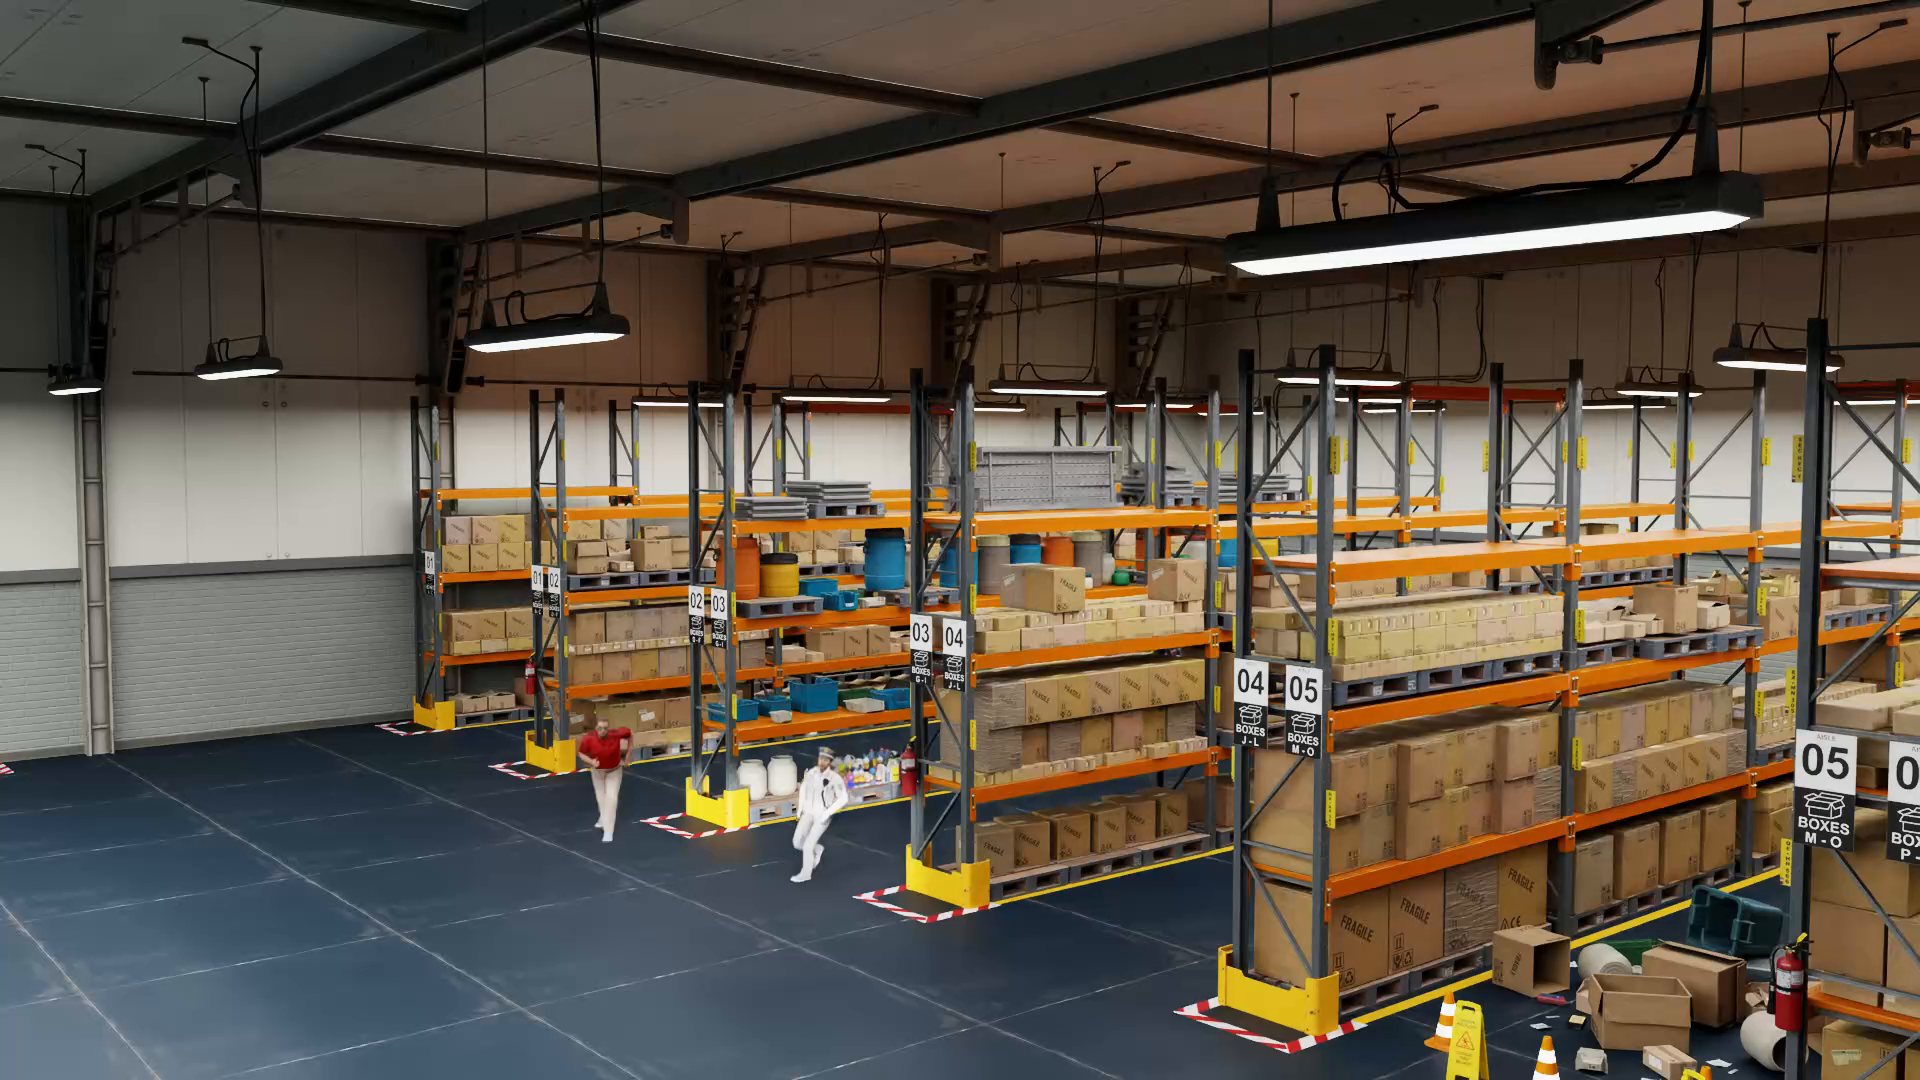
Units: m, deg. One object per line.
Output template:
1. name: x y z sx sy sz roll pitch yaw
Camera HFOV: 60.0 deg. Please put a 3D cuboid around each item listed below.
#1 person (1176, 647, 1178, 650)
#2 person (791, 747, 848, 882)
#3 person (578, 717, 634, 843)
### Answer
1. person: 4.516 2.347 32.949 0.623 1.838 1.057 3 5 43
2. person: -1.612 3.207 19.501 0.671 1.611 0.525 2 4 33
3. person: -4.620 3.101 21.773 0.707 1.695 1.017 0 3 -8
